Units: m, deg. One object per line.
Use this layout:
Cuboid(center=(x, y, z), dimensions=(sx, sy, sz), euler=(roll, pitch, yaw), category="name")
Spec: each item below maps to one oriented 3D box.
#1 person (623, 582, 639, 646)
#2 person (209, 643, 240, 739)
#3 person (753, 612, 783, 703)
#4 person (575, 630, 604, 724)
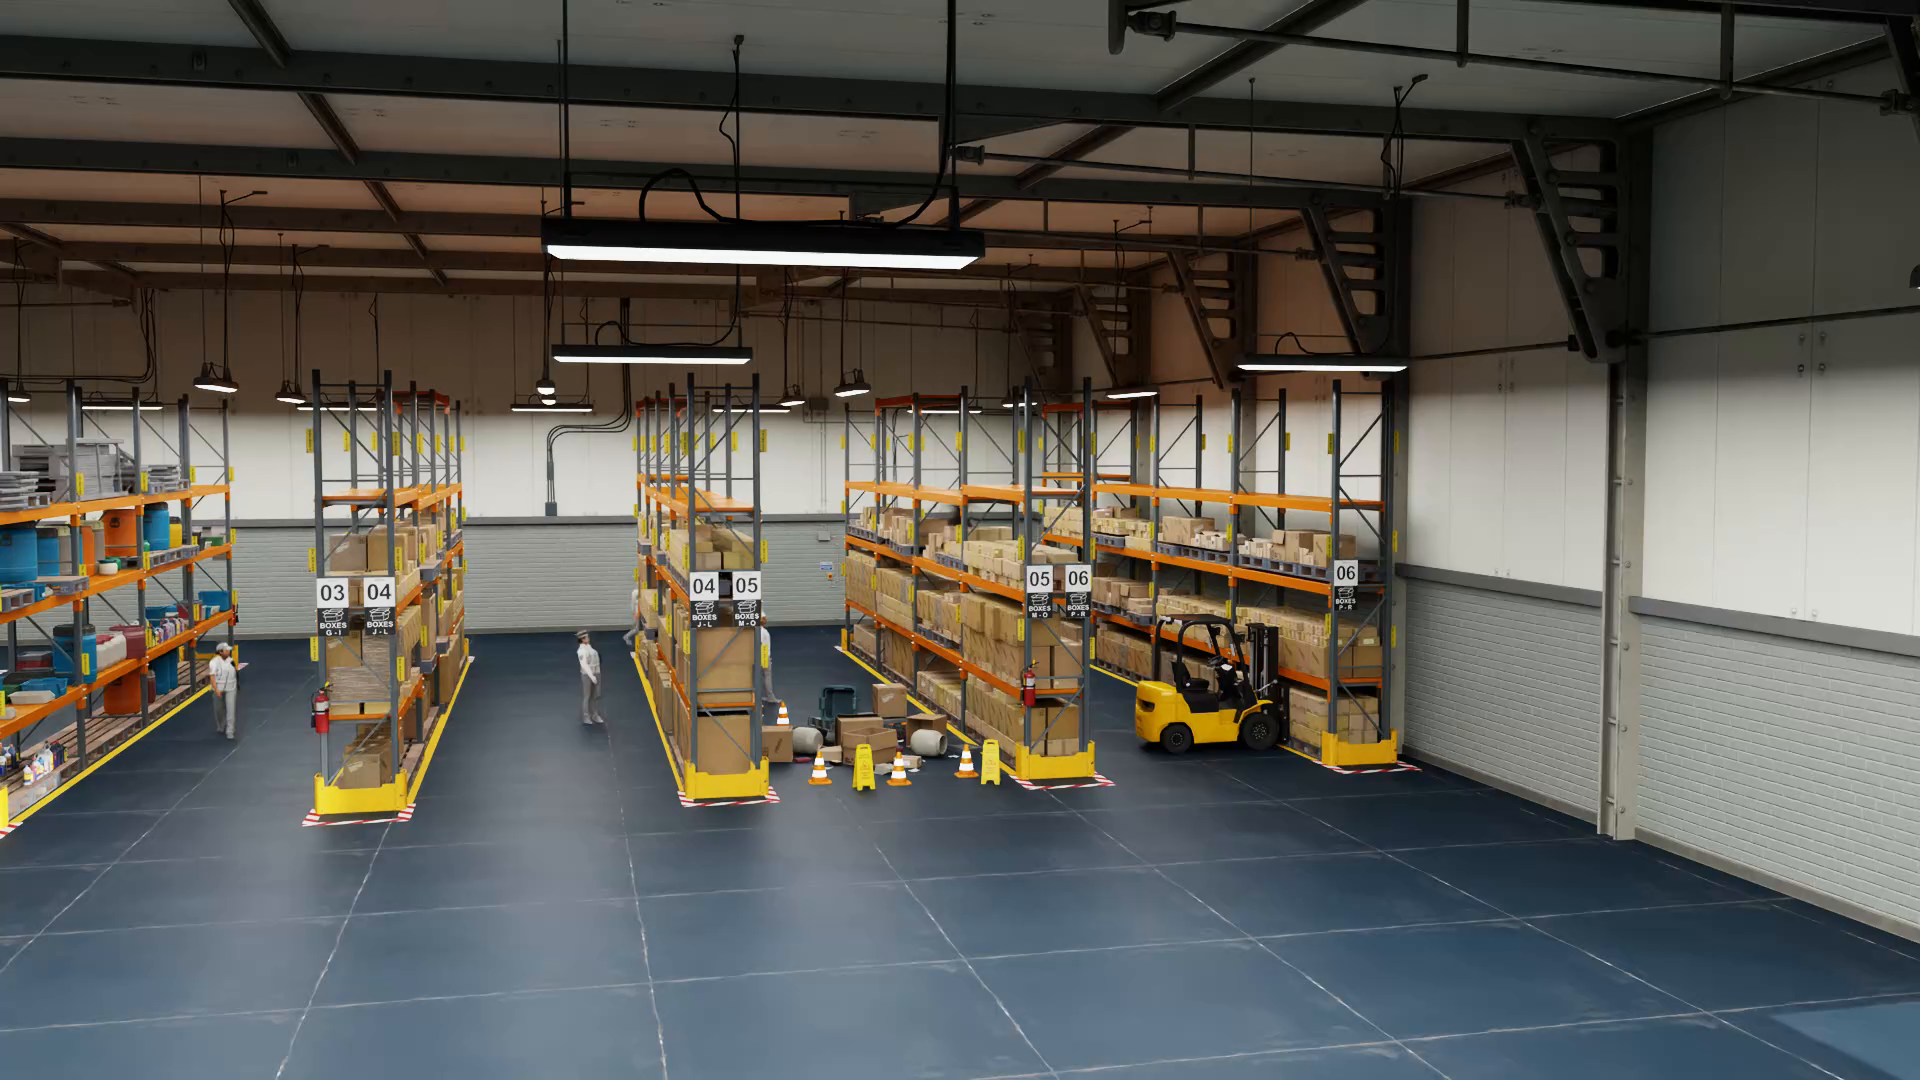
Cuboid(center=(-7.792, 1.781, 40.644), dimensions=(0.869, 1.754, 0.559), euler=(2, 4, 32), category="person")
Cuboid(center=(-12.535, 2.562, 28.362), dimensions=(0.468, 1.615, 0.978), euler=(-1, 4, -20), category="person")
Cuboid(center=(-3.757, 2.262, 32.273), dimensions=(0.556, 1.774, 0.637), euler=(-1, 3, -18), category="person")
Cuboid(center=(-6.598, 2.462, 29.797), dimensions=(0.578, 1.711, 0.531), euler=(3, 4, 40), category="person")
